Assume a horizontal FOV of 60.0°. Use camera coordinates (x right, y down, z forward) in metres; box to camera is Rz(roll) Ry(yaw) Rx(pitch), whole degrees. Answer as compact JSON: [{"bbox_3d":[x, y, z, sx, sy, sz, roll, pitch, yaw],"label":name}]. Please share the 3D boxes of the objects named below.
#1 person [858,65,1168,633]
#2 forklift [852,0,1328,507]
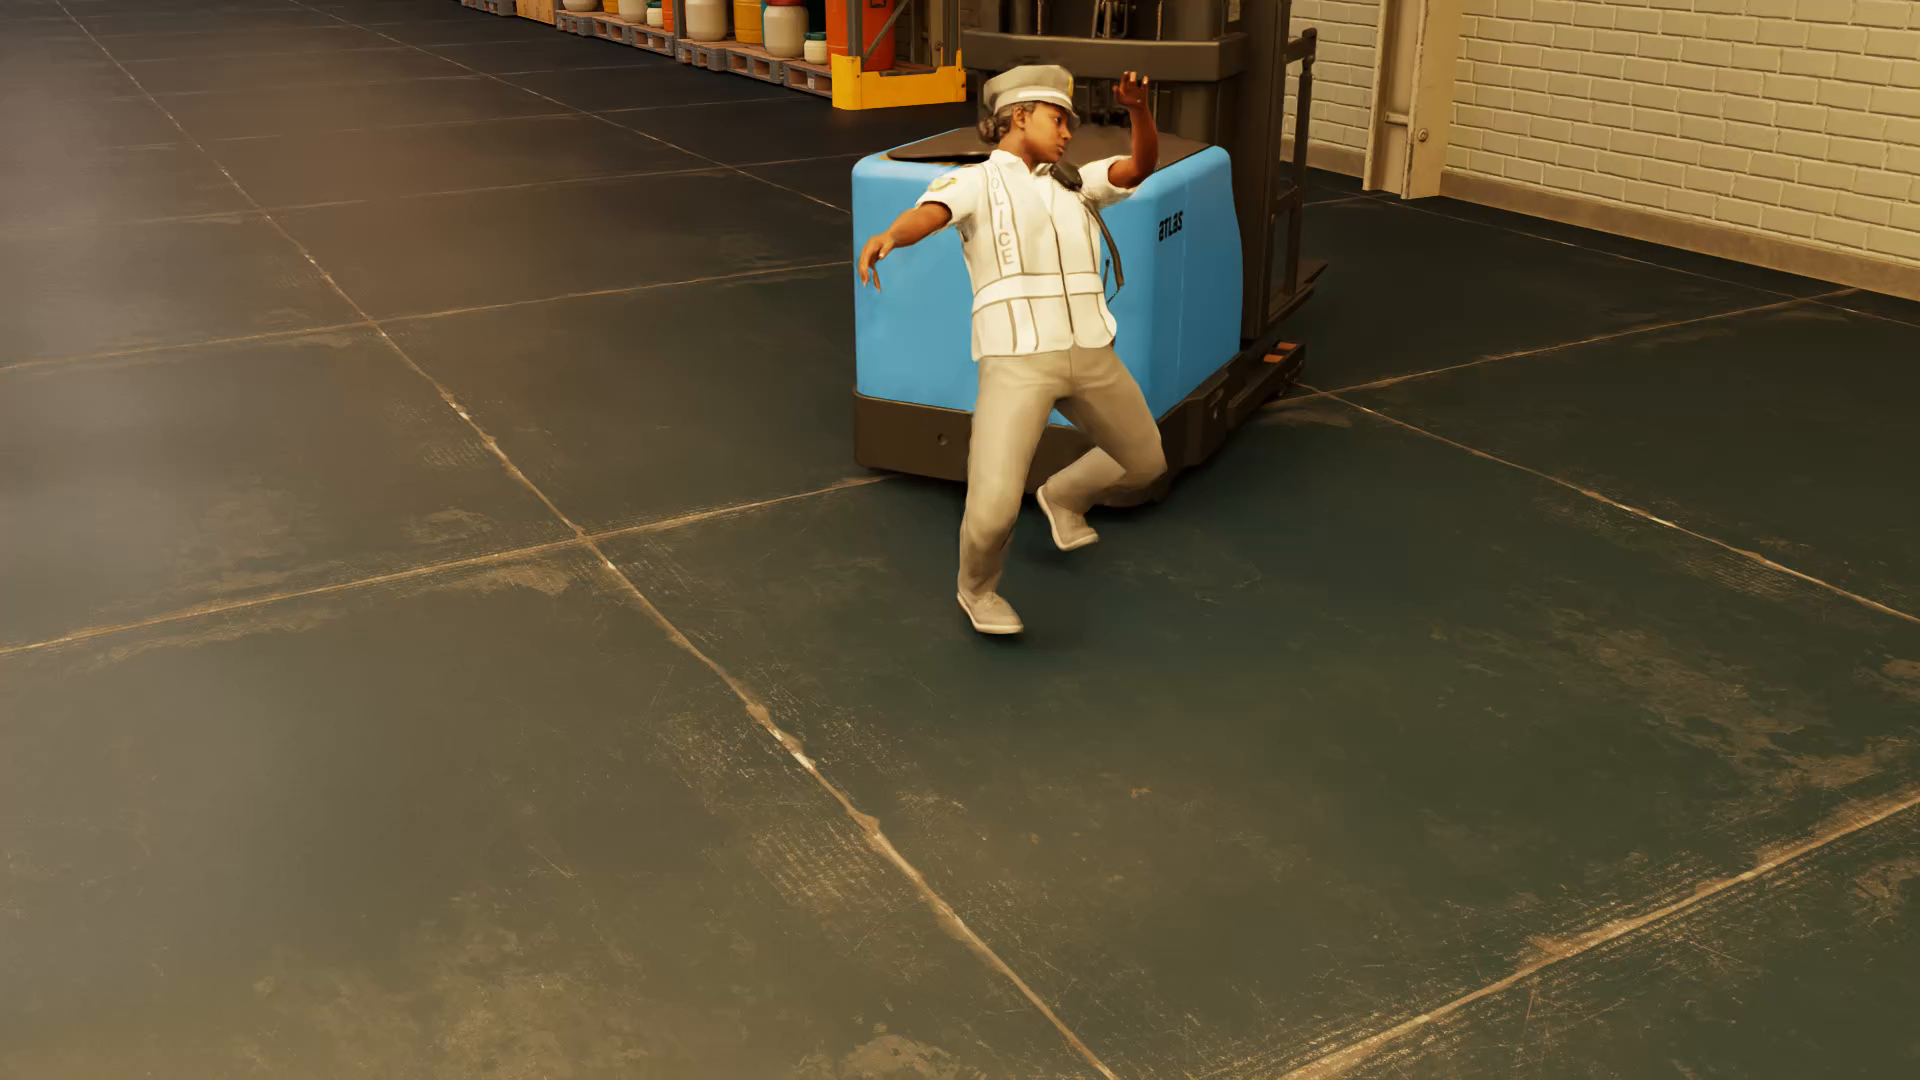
[{"bbox_3d":[0.087,-0.473,4.299,1.015,1.468,0.725,-16,27,-35],"label":"person"},{"bbox_3d":[0.737,-1.981,6.101,1.130,2.935,3.031,10,24,24],"label":"forklift"}]
